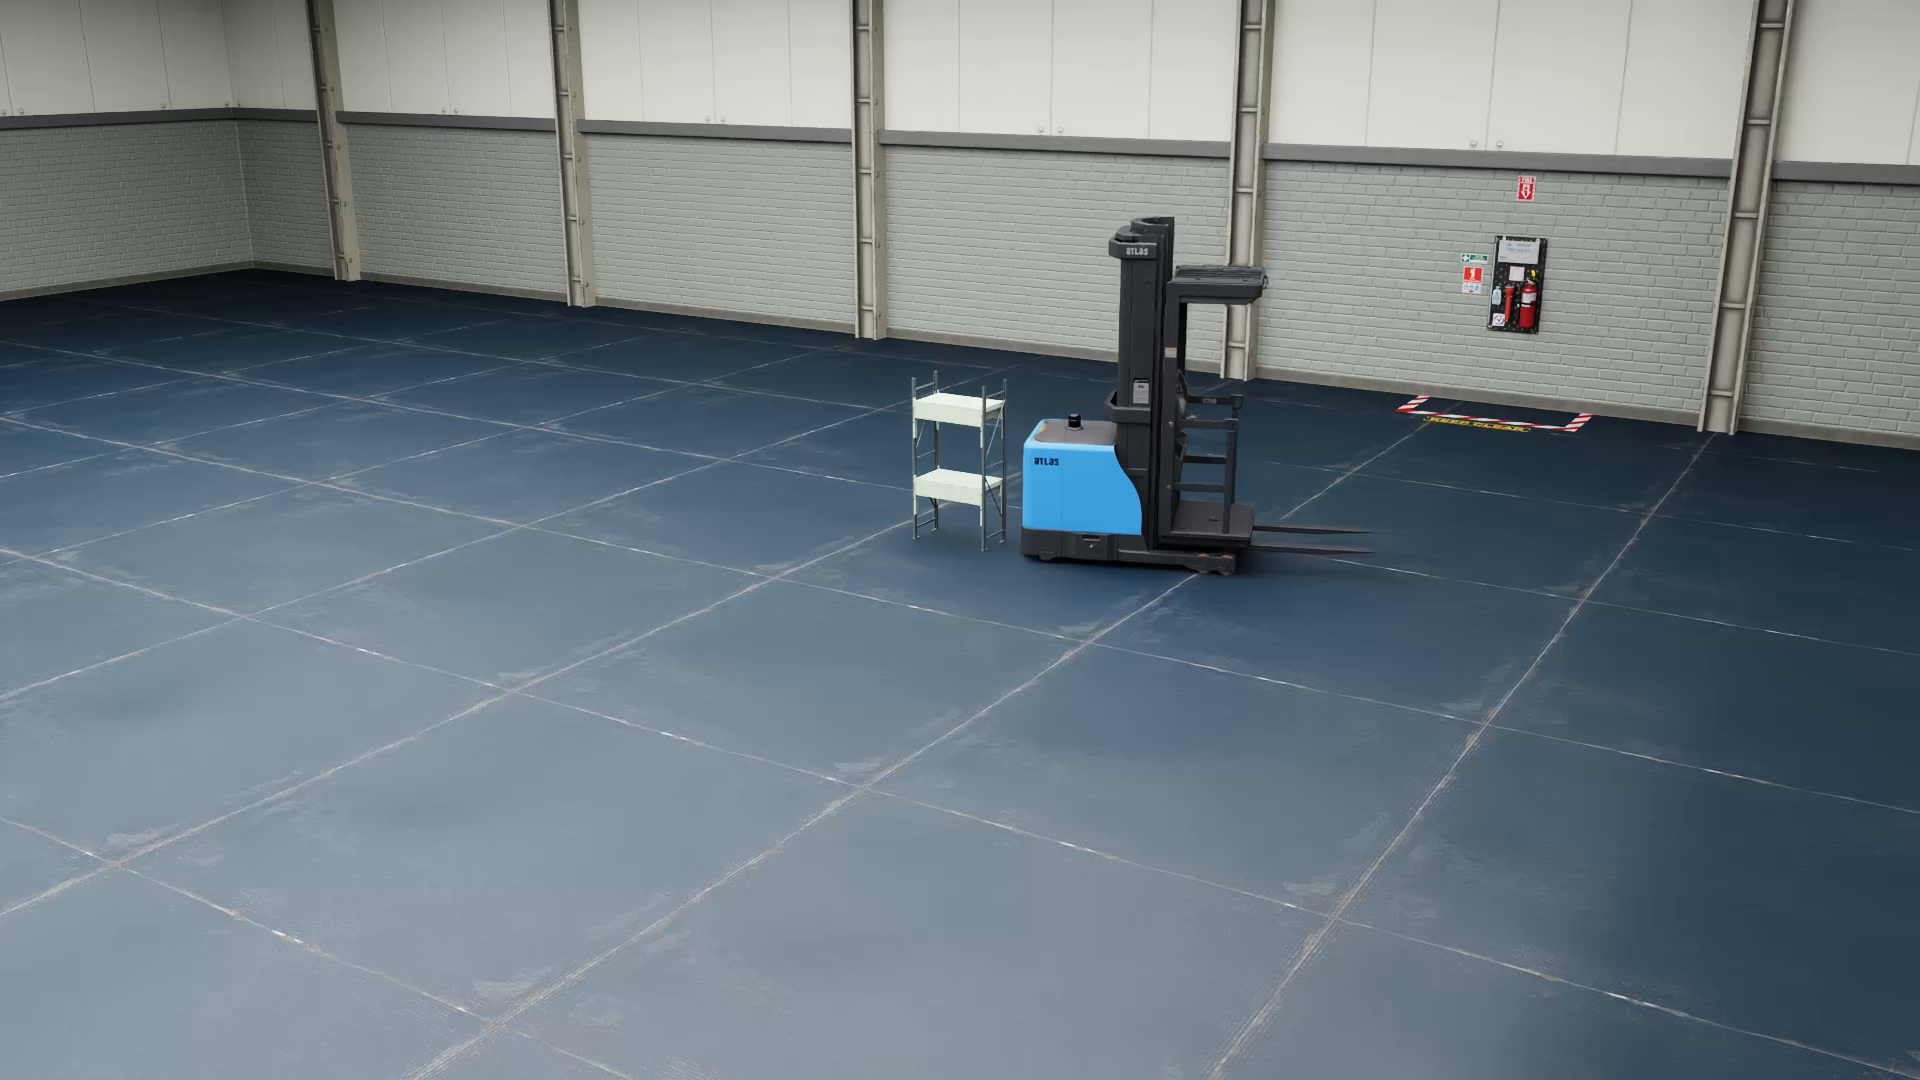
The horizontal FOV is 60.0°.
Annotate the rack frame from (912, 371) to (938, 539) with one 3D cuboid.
[{"bbox_3d":[-0.318,-0.774,15.219,0.023,1.500,0.400,10,20,30],"label":"rack frame"}]

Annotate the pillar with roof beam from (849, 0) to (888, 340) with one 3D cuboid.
[{"bbox_3d":[-3.609,-6.348,20.665,0.400,9.000,9.100,10,20,30],"label":"pillar with roof beam"}]

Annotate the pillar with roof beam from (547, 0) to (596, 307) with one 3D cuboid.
[{"bbox_3d":[-8.722,-7.261,23.670,0.400,9.000,9.100,10,20,30],"label":"pillar with roof beam"}]

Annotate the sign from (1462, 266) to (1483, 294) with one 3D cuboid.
[{"bbox_3d":[6.366,-3.230,20.662,0.234,0.329,0.001,10,20,30],"label":"sign"}]

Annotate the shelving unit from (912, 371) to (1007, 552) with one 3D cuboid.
[{"bbox_3d":[-0.006,-0.719,15.035,0.755,1.500,0.431,10,20,30],"label":"shelving unit"}]

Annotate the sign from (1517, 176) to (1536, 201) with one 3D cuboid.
[{"bbox_3d":[6.829,-4.239,20.055,0.199,0.298,0.001,10,20,30],"label":"sign"}]

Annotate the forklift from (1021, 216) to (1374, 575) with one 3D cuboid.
[{"bbox_3d":[2.107,-1.271,14.390,3.031,2.935,1.130,3,17,11],"label":"forklift"}]

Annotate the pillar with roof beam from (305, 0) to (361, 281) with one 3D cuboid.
[{"bbox_3d":[-13.835,-8.173,26.674,0.400,9.000,9.100,10,20,30],"label":"pillar with roof beam"}]

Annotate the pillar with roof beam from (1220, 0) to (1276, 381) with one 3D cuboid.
[{"bbox_3d":[1.504,-5.435,17.661,0.400,9.000,9.100,10,20,30],"label":"pillar with roof beam"}]

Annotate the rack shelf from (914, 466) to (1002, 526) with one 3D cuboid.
[{"bbox_3d":[-0.006,-0.407,15.130,0.720,0.370,0.431,10,20,30],"label":"rack shelf"}]

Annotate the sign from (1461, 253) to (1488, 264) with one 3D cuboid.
[{"bbox_3d":[6.366,-3.481,20.576,0.331,0.109,0.001,10,20,30],"label":"sign"}]

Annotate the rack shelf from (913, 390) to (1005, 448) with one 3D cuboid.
[{"bbox_3d":[-0.006,-1.092,14.922,0.720,0.370,0.431,10,20,30],"label":"rack shelf"}]

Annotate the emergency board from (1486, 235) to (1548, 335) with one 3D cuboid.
[{"bbox_3d":[6.784,-3.104,20.307,0.643,1.169,0.194,10,20,30],"label":"emergency board"}]

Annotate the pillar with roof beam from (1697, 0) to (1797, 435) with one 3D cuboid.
[{"bbox_3d":[6.616,-4.523,14.656,0.400,9.000,9.100,10,20,30],"label":"pillar with roof beam"}]

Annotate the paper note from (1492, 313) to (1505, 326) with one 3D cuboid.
[{"bbox_3d":[6.669,-2.726,20.580,0.142,0.148,0.016,10,20,30],"label":"paper note"}]

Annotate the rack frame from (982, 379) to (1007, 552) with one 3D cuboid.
[{"bbox_3d":[0.306,-0.663,14.852,0.023,1.500,0.400,10,20,30],"label":"rack frame"}]
